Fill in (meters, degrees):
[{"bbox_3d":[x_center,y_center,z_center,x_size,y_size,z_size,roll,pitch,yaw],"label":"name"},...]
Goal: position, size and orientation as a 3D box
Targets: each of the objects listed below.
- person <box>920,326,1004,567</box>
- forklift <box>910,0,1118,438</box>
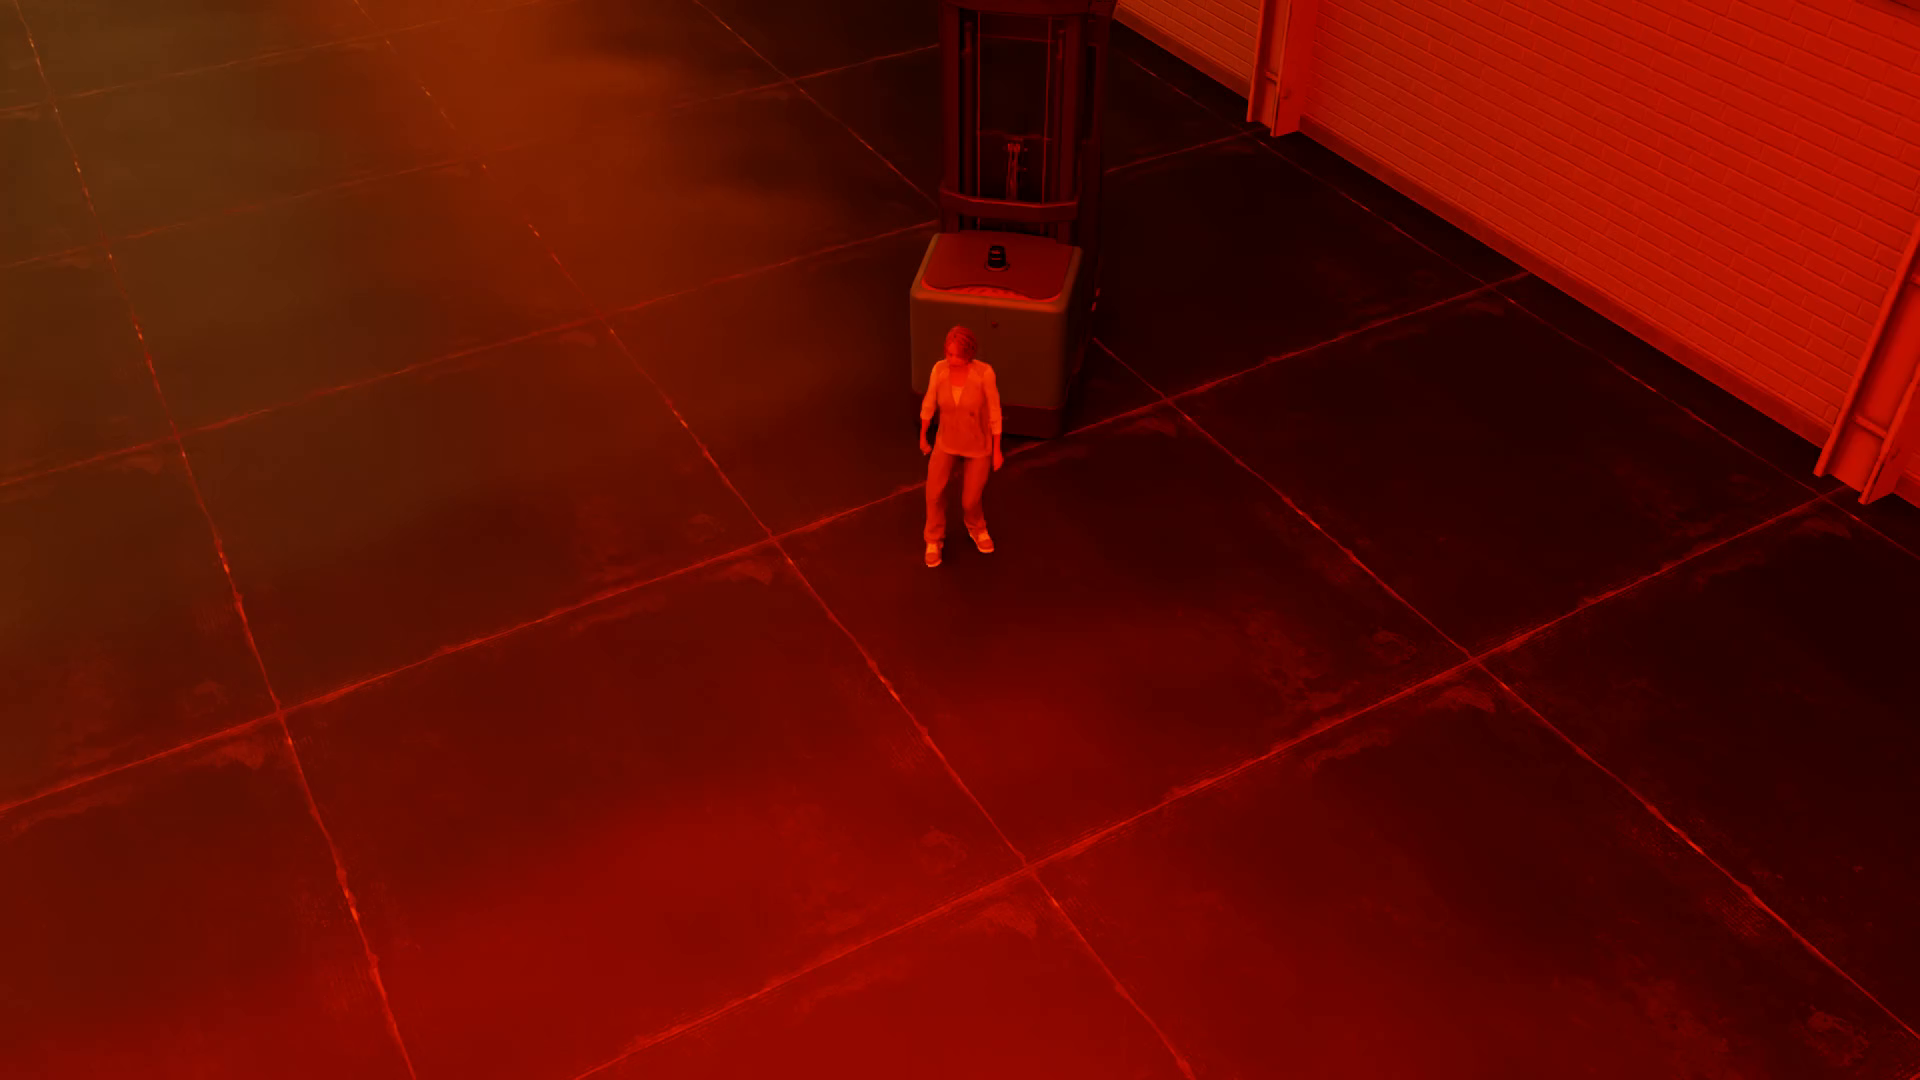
[{"bbox_3d":[0.002,-0.531,9.766,0.536,1.584,0.425,10,41,12],"label":"person"},{"bbox_3d":[0.455,-2.748,11.350,1.130,2.935,3.031,7,40,9],"label":"forklift"}]
